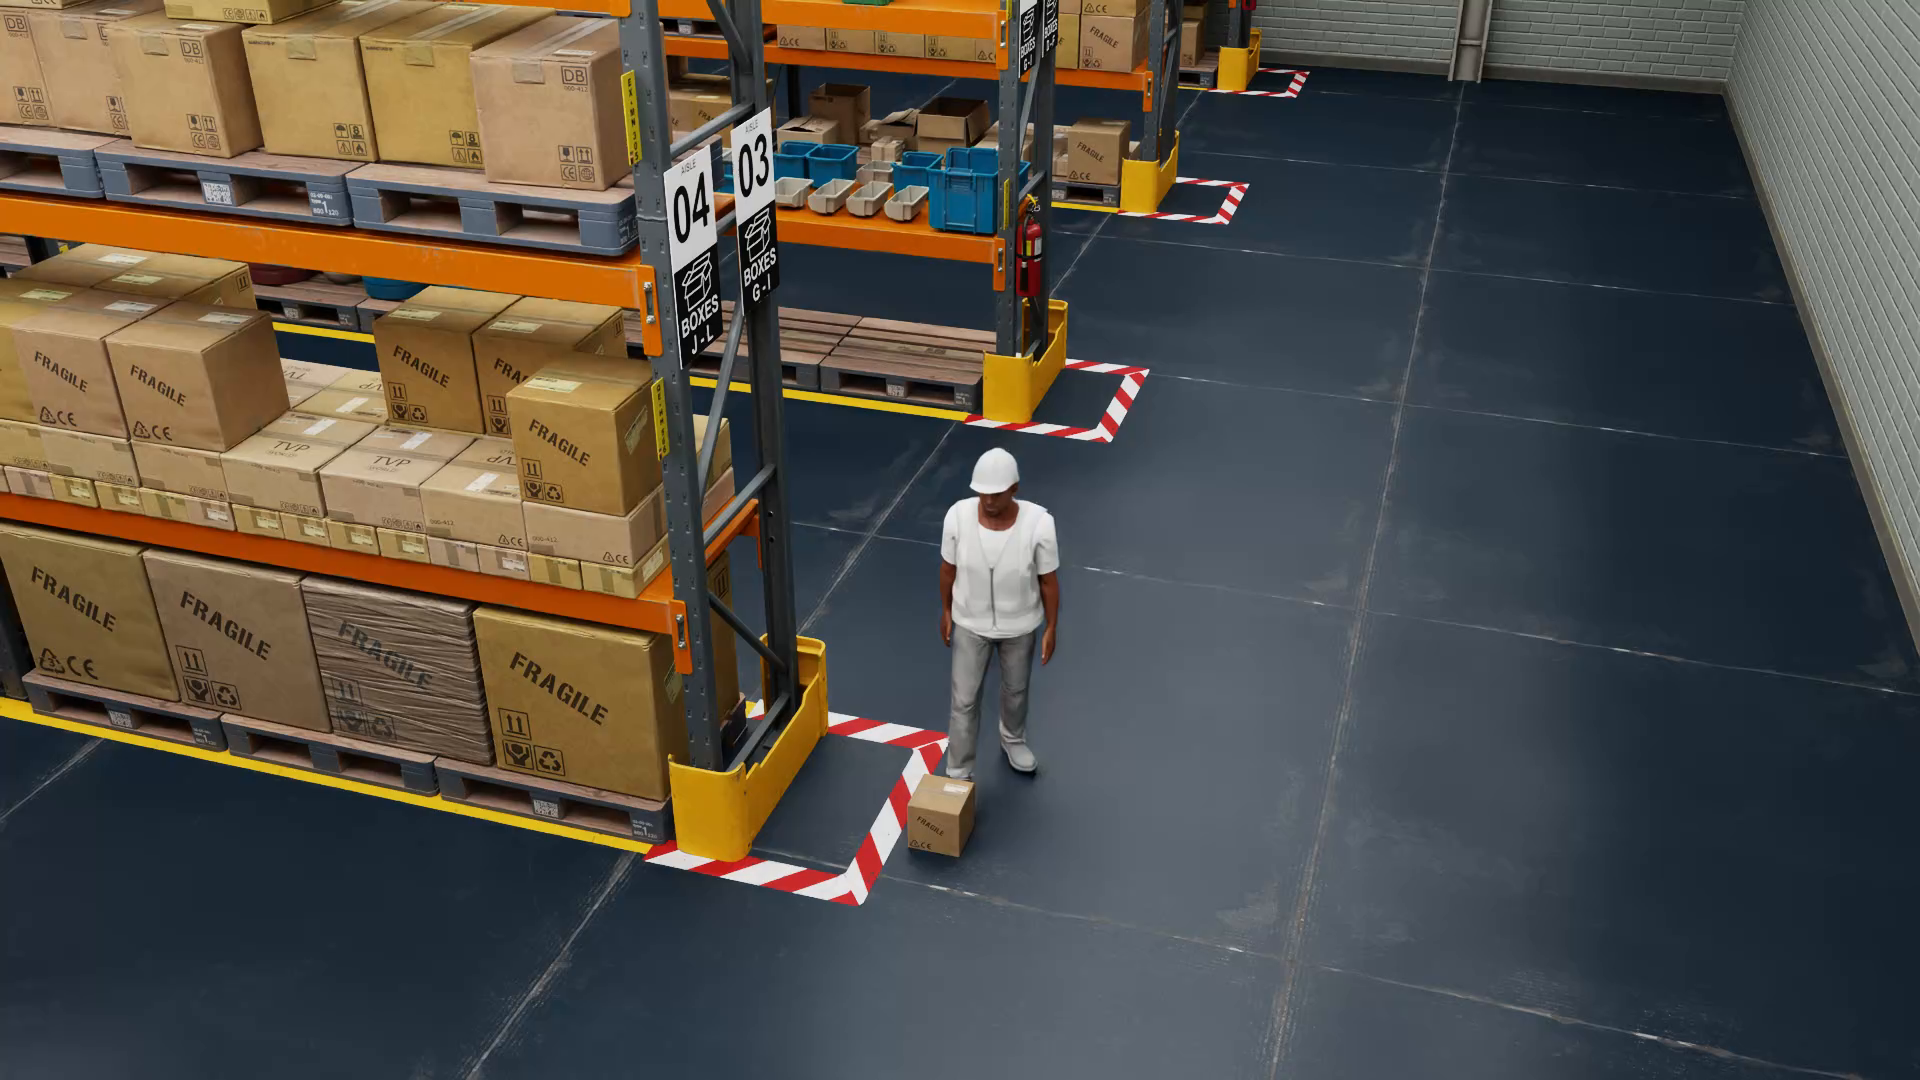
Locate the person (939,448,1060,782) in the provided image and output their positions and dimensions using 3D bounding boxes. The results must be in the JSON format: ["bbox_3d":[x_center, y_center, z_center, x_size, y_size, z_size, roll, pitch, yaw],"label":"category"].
[{"bbox_3d":[0.174,0.414,7.730,0.565,1.760,0.676,2,29,4],"label":"person"}]
